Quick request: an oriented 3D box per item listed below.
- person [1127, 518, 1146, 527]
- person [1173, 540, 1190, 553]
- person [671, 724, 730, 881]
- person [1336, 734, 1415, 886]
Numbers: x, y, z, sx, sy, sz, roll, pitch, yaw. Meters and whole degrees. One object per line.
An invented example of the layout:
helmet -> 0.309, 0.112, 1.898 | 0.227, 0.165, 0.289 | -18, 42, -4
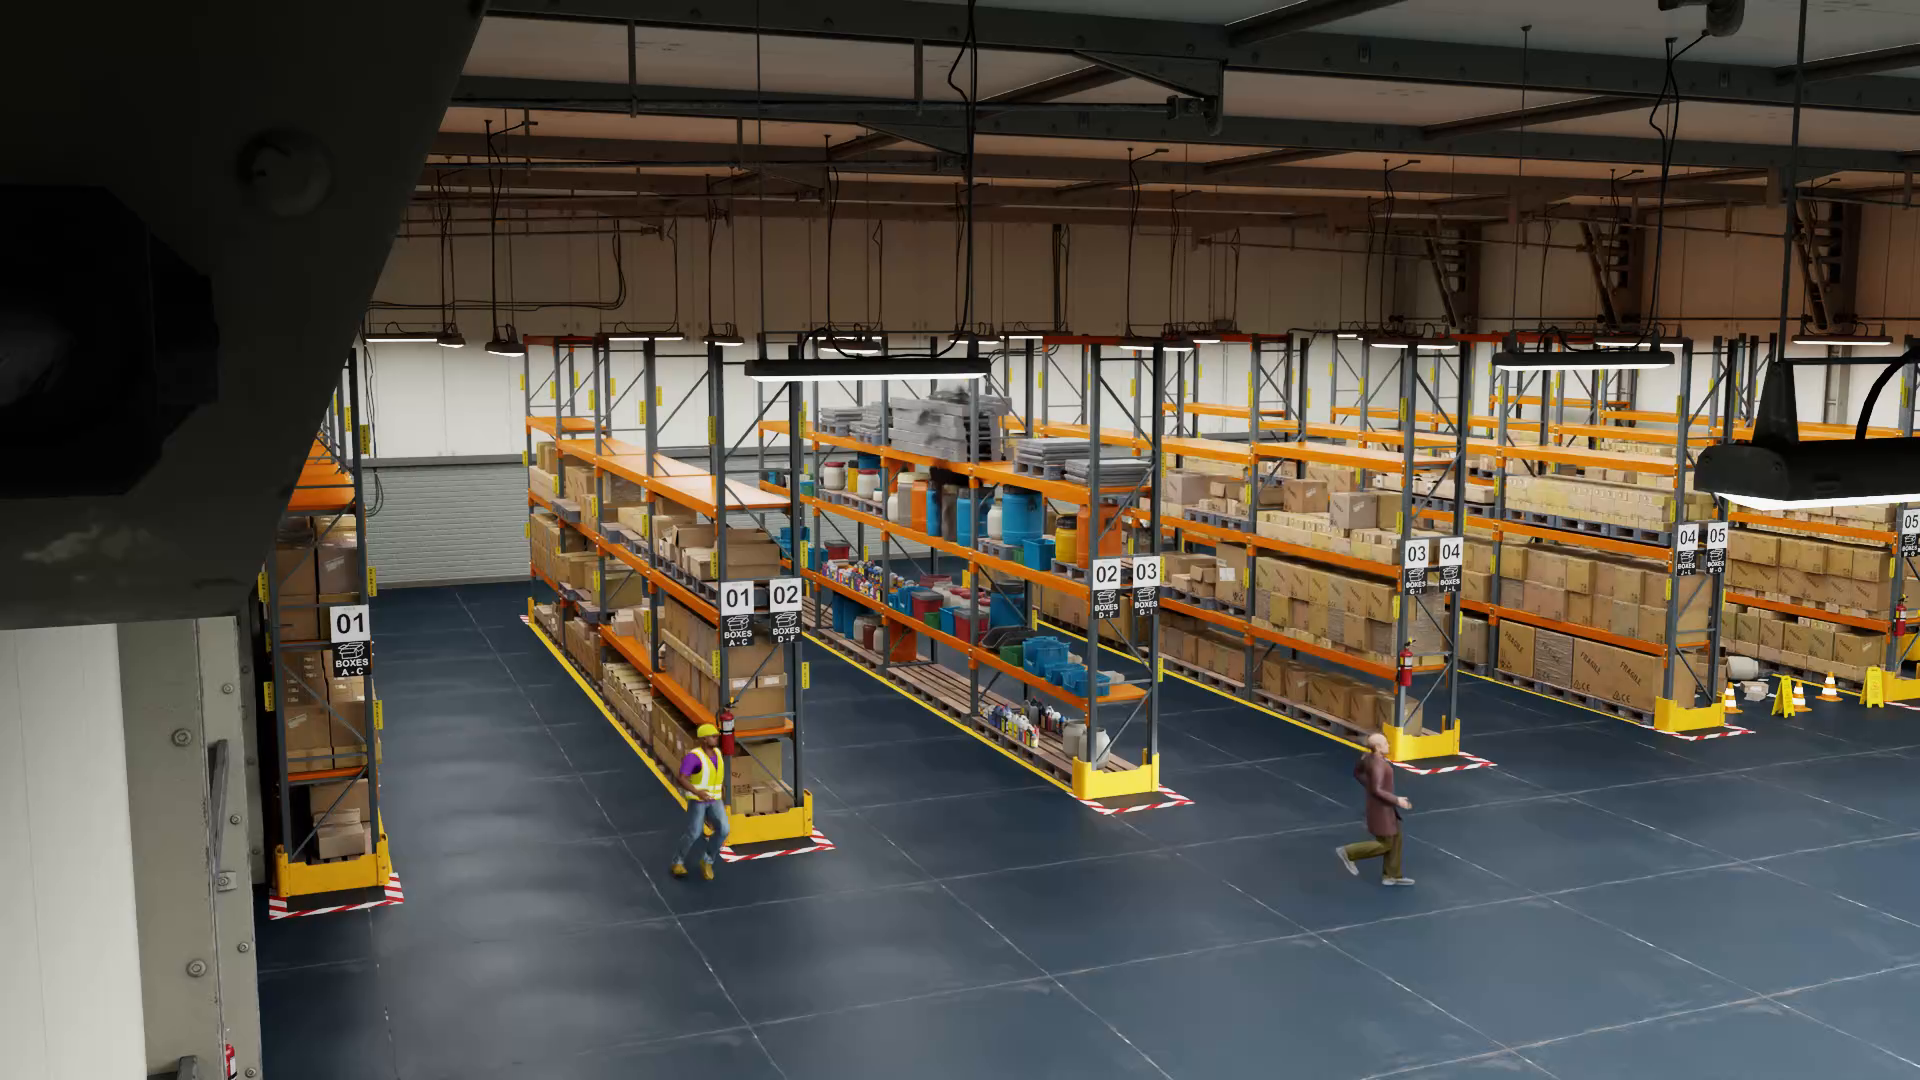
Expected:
person -> 4.318, 0.025, 41.251 | 0.847, 1.713, 0.636 | -5, 9, -35
person -> 5.576, -0.067, 41.887 | 0.760, 1.666, 0.929 | 1, 8, 10
person -> -2.896, 2.971, 18.968 | 0.659, 1.762, 0.764 | 6, 10, 39
person -> 4.661, 3.015, 18.602 | 0.904, 1.744, 0.725 | 0, 8, 3
